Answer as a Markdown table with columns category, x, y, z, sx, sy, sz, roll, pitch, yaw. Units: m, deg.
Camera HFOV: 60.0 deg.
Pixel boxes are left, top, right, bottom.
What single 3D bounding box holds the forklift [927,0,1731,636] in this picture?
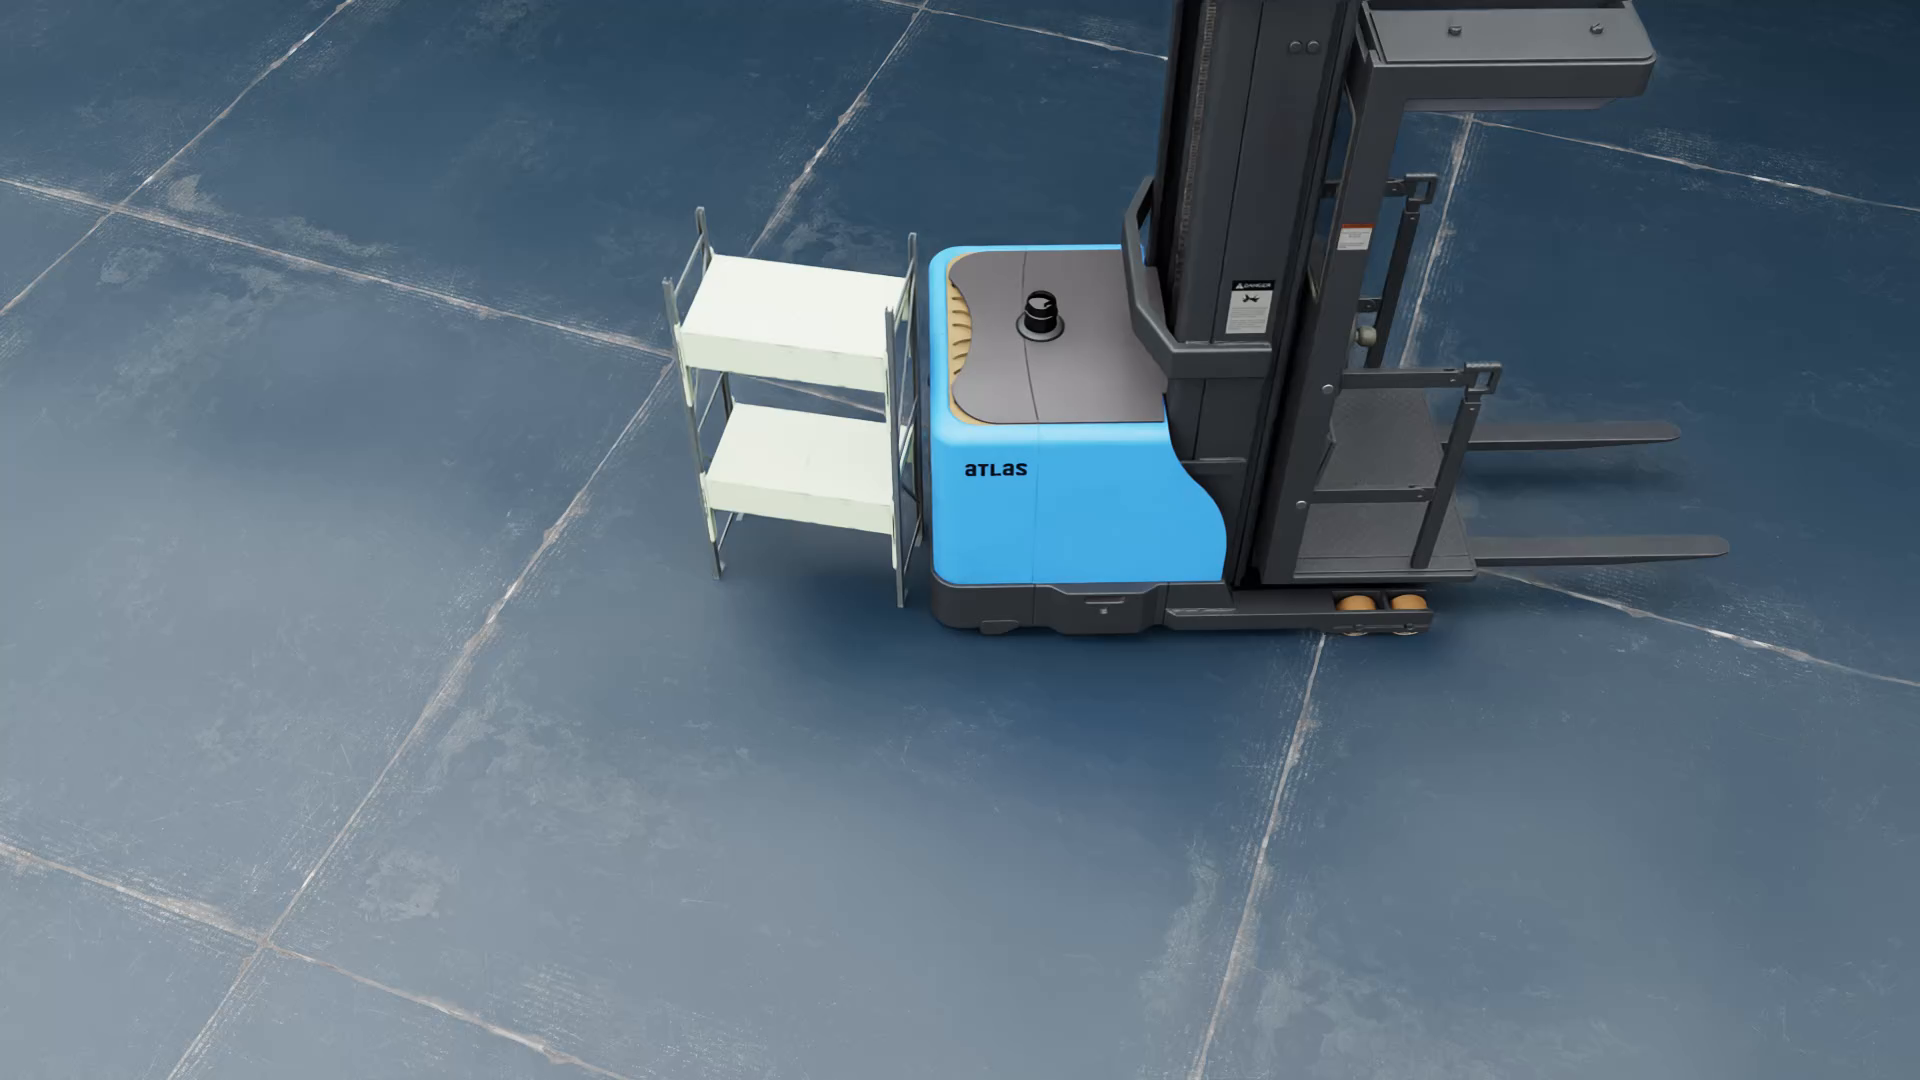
| category | x | y | z | sx | sy | sz | roll | pitch | yaw |
| --- | --- | --- | --- | --- | --- | --- | --- | --- | --- |
| forklift | 1.396 | -1.000 | 5.544 | 3.031 | 2.935 | 1.130 | -1 | 49 | -1 |

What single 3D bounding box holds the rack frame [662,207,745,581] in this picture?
| category | x | y | z | sx | sy | sz | roll | pitch | yaw |
| --- | --- | --- | --- | --- | --- | --- | --- | --- | --- |
| rack frame | -0.910 | -0.483 | 6.042 | 0.023 | 1.500 | 0.400 | 8 | 50 | 7 |

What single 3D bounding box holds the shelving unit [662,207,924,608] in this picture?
| category | x | y | z | sx | sy | sz | roll | pitch | yaw |
| --- | --- | --- | --- | --- | --- | --- | --- | --- | --- |
| shelving unit | -0.551 | -0.431 | 5.997 | 0.755 | 1.500 | 0.431 | 8 | 50 | 7 |

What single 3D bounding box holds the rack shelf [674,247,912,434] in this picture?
| category | x | y | z | sx | sy | sz | roll | pitch | yaw |
| --- | --- | --- | --- | --- | --- | --- | --- | --- | --- |
| rack shelf | -0.551 | -0.686 | 5.702 | 0.720 | 0.370 | 0.431 | 8 | 50 | 7 |

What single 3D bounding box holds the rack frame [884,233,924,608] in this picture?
| category | x | y | z | sx | sy | sz | roll | pitch | yaw |
| --- | --- | --- | --- | --- | --- | --- | --- | --- | --- |
| rack frame | -0.191 | -0.379 | 5.952 | 0.023 | 1.500 | 0.400 | 8 | 50 | 7 |

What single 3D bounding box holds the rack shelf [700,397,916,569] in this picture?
| category | x | y | z | sx | sy | sz | roll | pitch | yaw |
| --- | --- | --- | --- | --- | --- | --- | --- | --- | --- |
| rack shelf | -0.551 | -0.217 | 6.244 | 0.720 | 0.370 | 0.431 | 8 | 50 | 7 |
